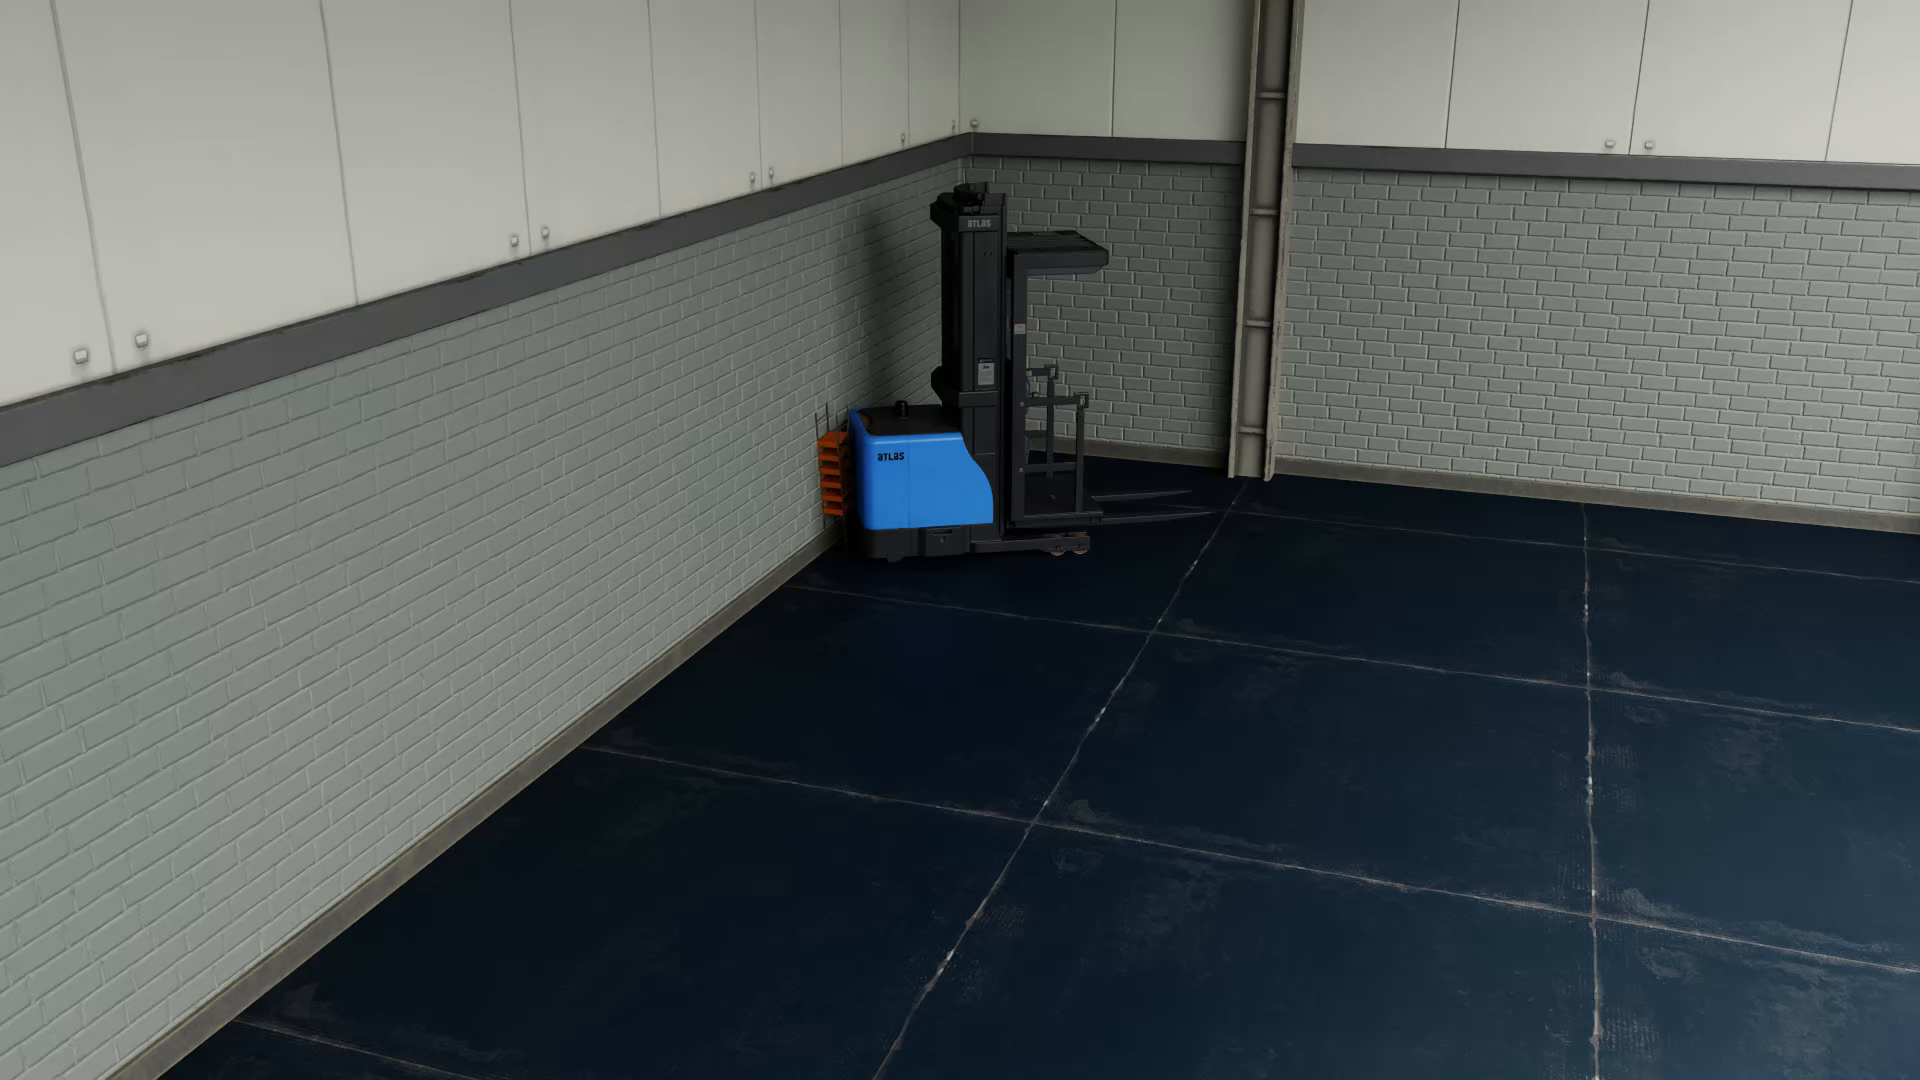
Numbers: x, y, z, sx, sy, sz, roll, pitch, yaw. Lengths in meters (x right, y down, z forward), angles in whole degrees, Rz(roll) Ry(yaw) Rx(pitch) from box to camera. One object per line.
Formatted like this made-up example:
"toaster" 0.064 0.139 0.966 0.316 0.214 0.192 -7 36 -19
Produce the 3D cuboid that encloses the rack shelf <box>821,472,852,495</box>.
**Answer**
"rack shelf" -1.014 -0.477 13.730 0.180 0.103 0.258 7 27 19

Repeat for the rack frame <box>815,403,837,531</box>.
"rack frame" -1.102 -0.528 13.740 0.006 1.200 0.240 7 27 19

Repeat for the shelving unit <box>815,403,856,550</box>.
"shelving unit" -1.016 -0.517 13.711 0.189 1.200 0.258 7 27 19

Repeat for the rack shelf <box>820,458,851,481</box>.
"rack shelf" -1.019 -0.586 13.678 0.180 0.103 0.258 7 27 19

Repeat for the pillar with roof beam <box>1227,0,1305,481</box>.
"pillar with roof beam" 1.363 -3.534 10.545 0.400 9.000 9.100 7 20 18

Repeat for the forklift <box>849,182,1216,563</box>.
"forklift" 0.617 -1.423 13.707 3.031 2.935 1.130 -4 20 -10

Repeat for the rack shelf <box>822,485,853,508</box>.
"rack shelf" -1.010 -0.369 13.781 0.180 0.103 0.258 7 27 19

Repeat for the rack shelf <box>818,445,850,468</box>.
"rack shelf" -1.024 -0.694 13.627 0.180 0.103 0.258 7 27 19

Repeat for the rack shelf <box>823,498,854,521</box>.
"rack shelf" -1.005 -0.261 13.833 0.180 0.103 0.258 7 27 19

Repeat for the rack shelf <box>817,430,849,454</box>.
"rack shelf" -1.028 -0.802 13.575 0.180 0.103 0.258 7 27 19

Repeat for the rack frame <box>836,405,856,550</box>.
"rack frame" -0.930 -0.507 13.681 0.006 1.200 0.240 7 27 19
